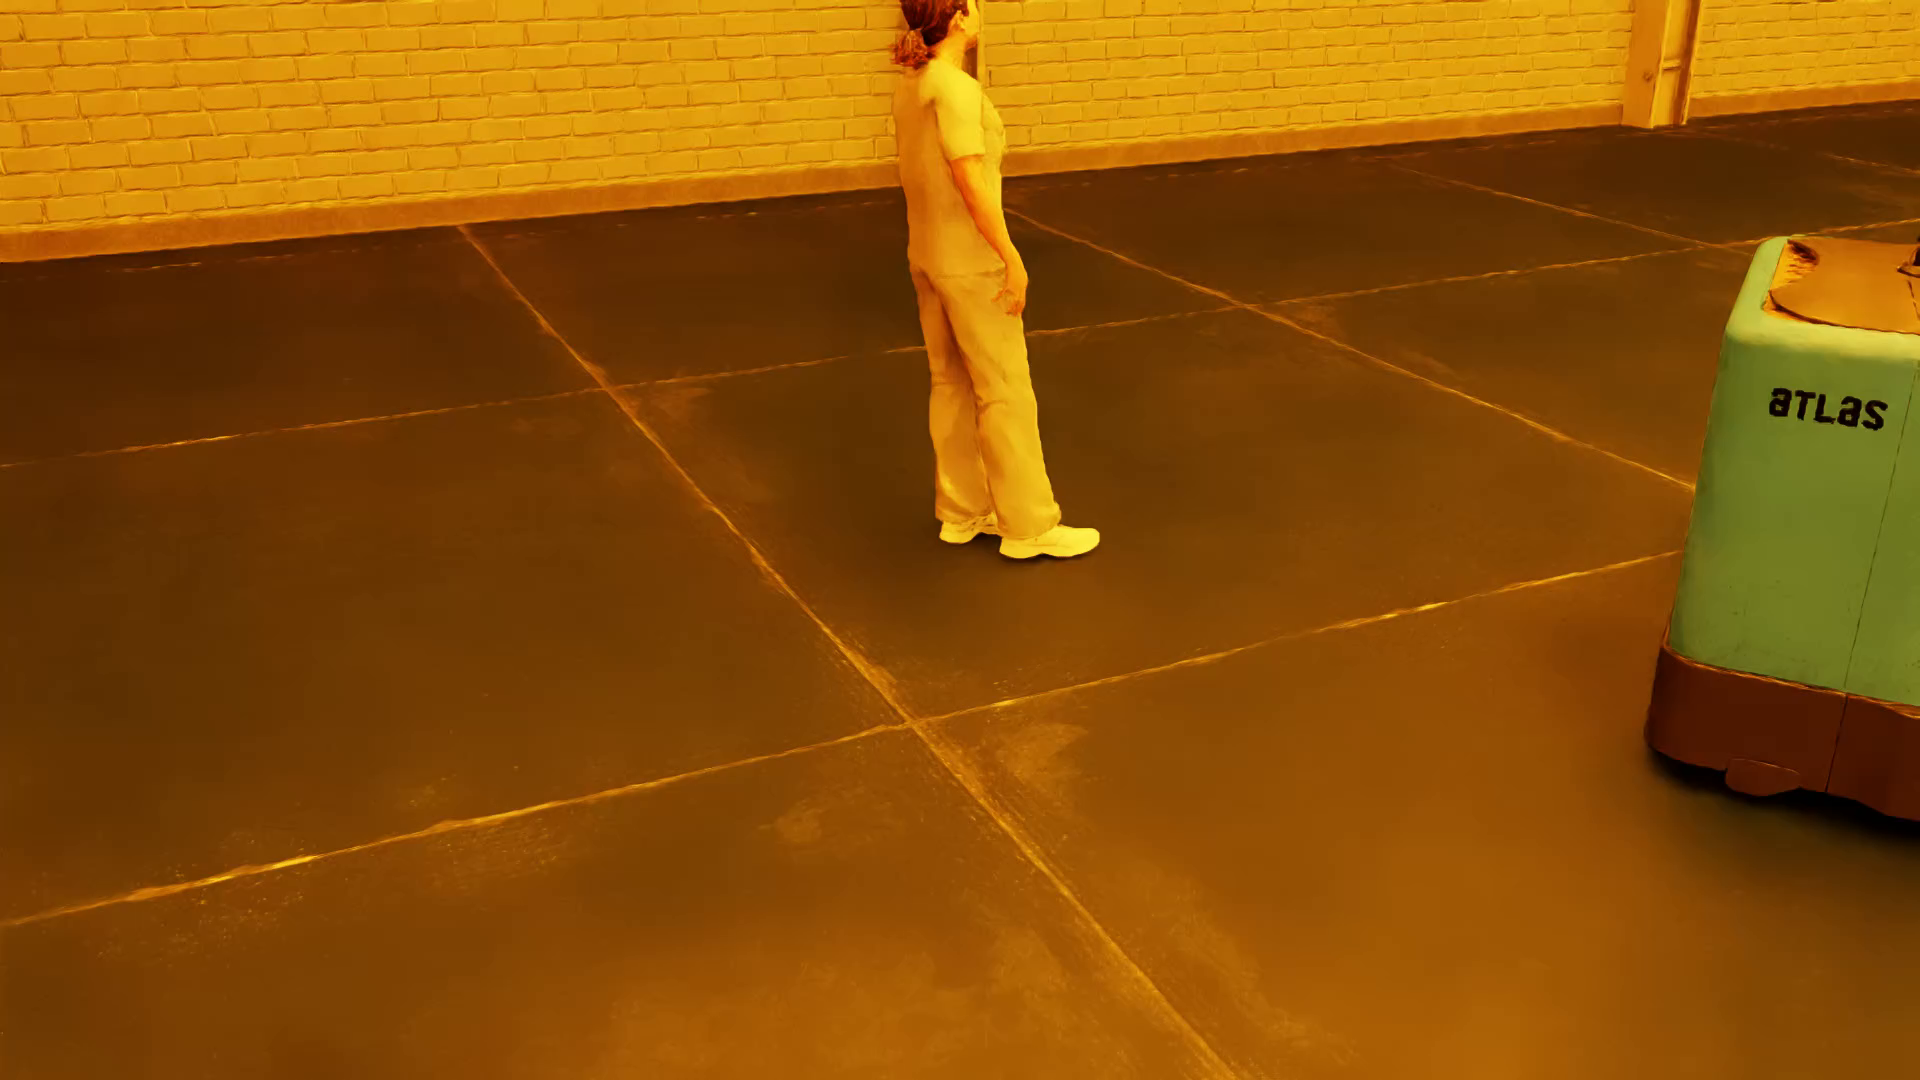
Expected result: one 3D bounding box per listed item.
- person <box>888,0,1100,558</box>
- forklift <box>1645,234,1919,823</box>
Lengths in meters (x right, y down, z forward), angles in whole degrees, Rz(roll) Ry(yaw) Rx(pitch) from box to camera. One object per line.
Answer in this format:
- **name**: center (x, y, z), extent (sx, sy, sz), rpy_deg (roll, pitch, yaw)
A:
- **person**: center (0.080, -0.784, 4.806), extent (0.532, 1.663, 0.550), rpy_deg (-10, 25, -23)
- **forklift**: center (3.120, -0.711, 2.998), extent (3.031, 2.935, 1.130), rpy_deg (12, 25, 26)
